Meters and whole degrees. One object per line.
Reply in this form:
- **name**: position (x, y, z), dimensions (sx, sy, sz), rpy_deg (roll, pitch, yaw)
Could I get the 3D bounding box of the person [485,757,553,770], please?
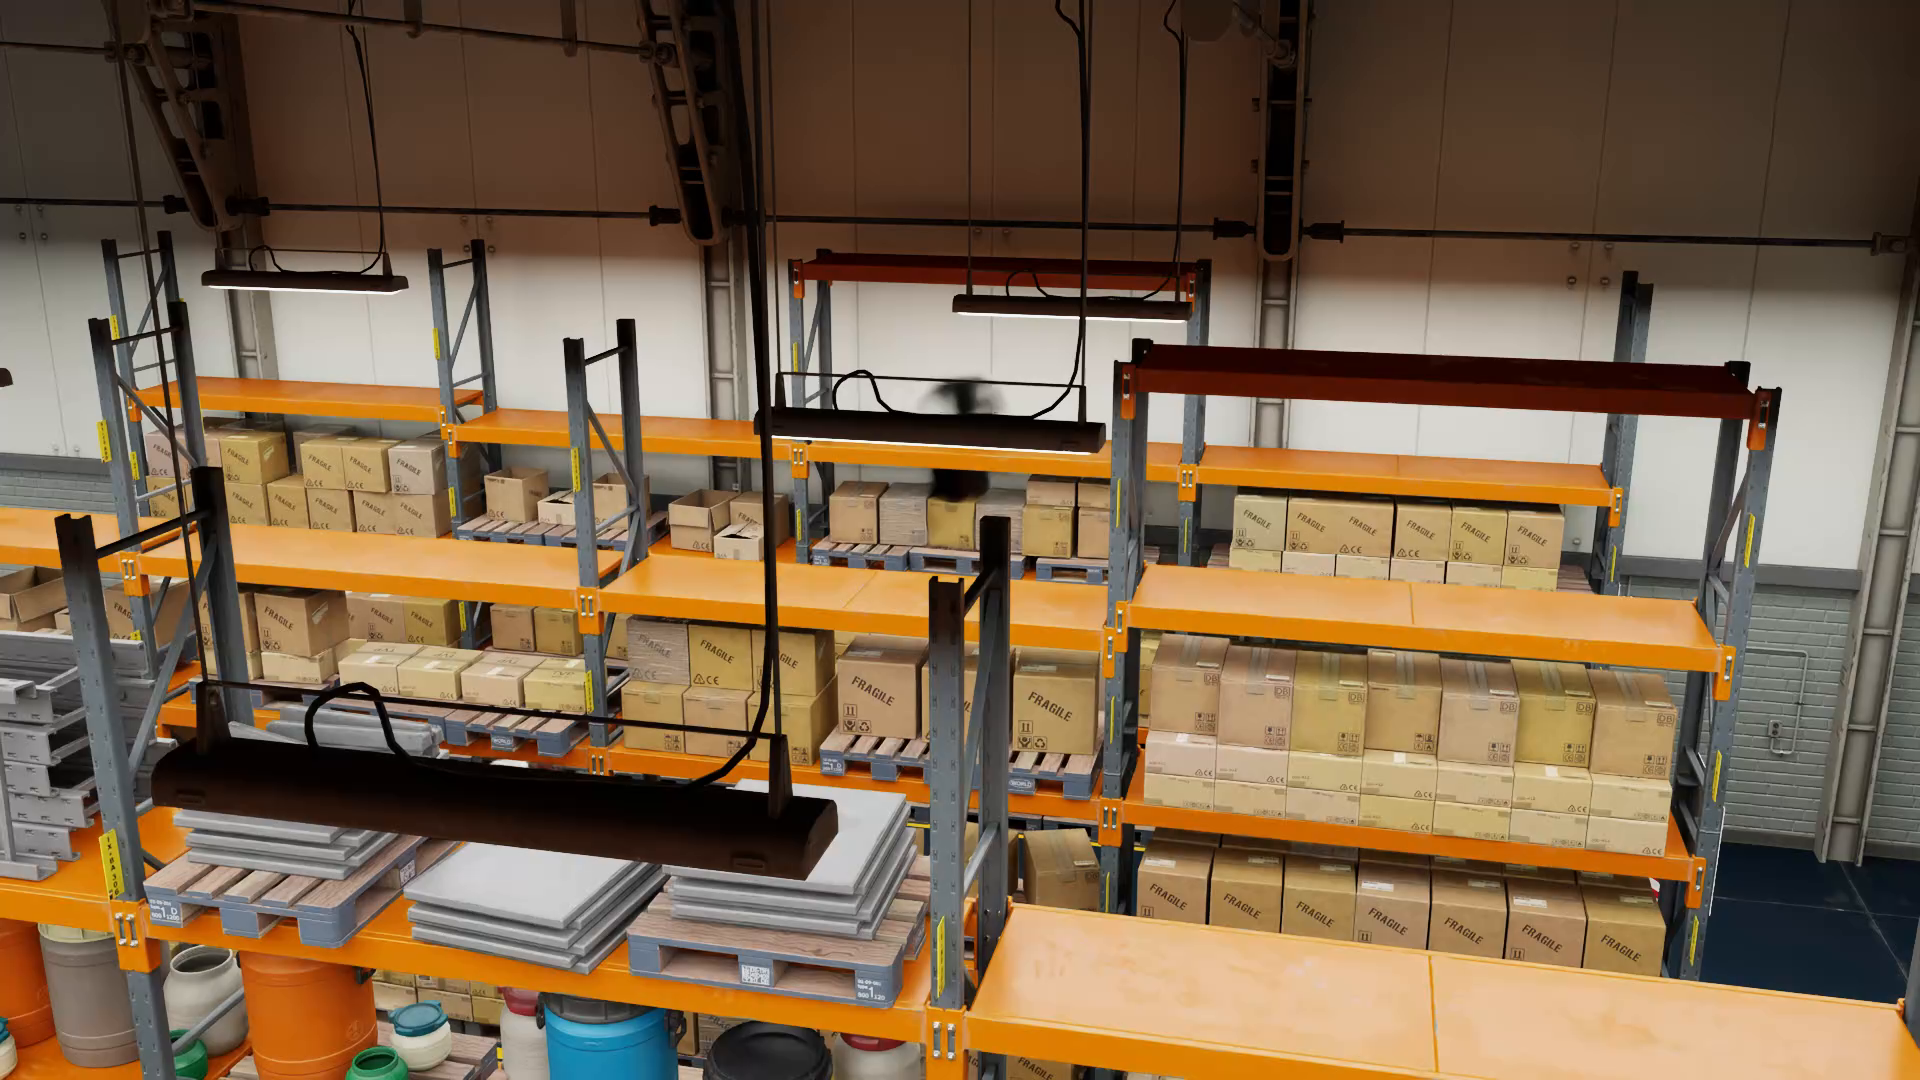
- **person**: position (-4.244, 2.692, 16.215), dimensions (1.149, 1.567, 0.676), rpy_deg (9, 19, 29)
